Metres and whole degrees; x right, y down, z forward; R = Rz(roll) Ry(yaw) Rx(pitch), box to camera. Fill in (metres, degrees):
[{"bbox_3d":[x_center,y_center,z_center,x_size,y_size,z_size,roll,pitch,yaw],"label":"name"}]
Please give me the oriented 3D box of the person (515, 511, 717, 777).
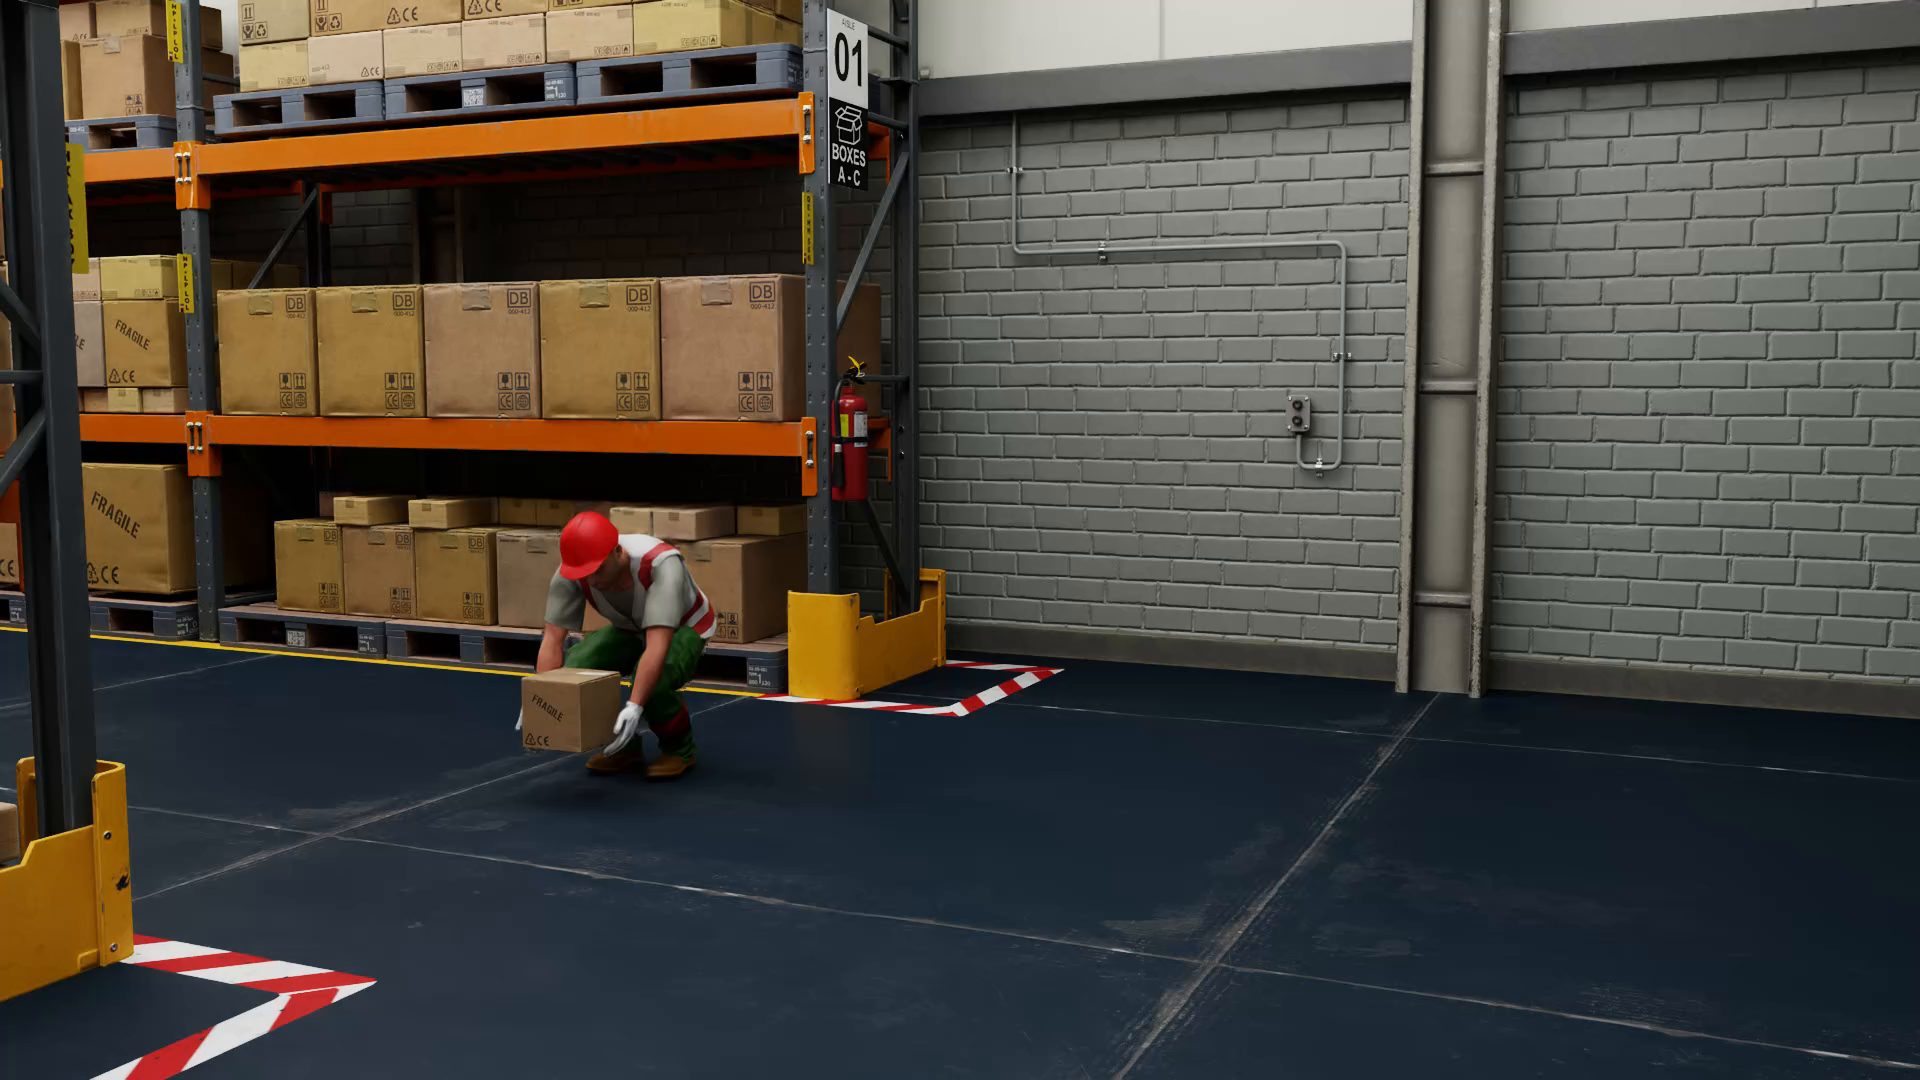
[{"bbox_3d":[-1.231,0.388,6.254,0.577,1.040,0.868,2,6,23],"label":"person"}]
